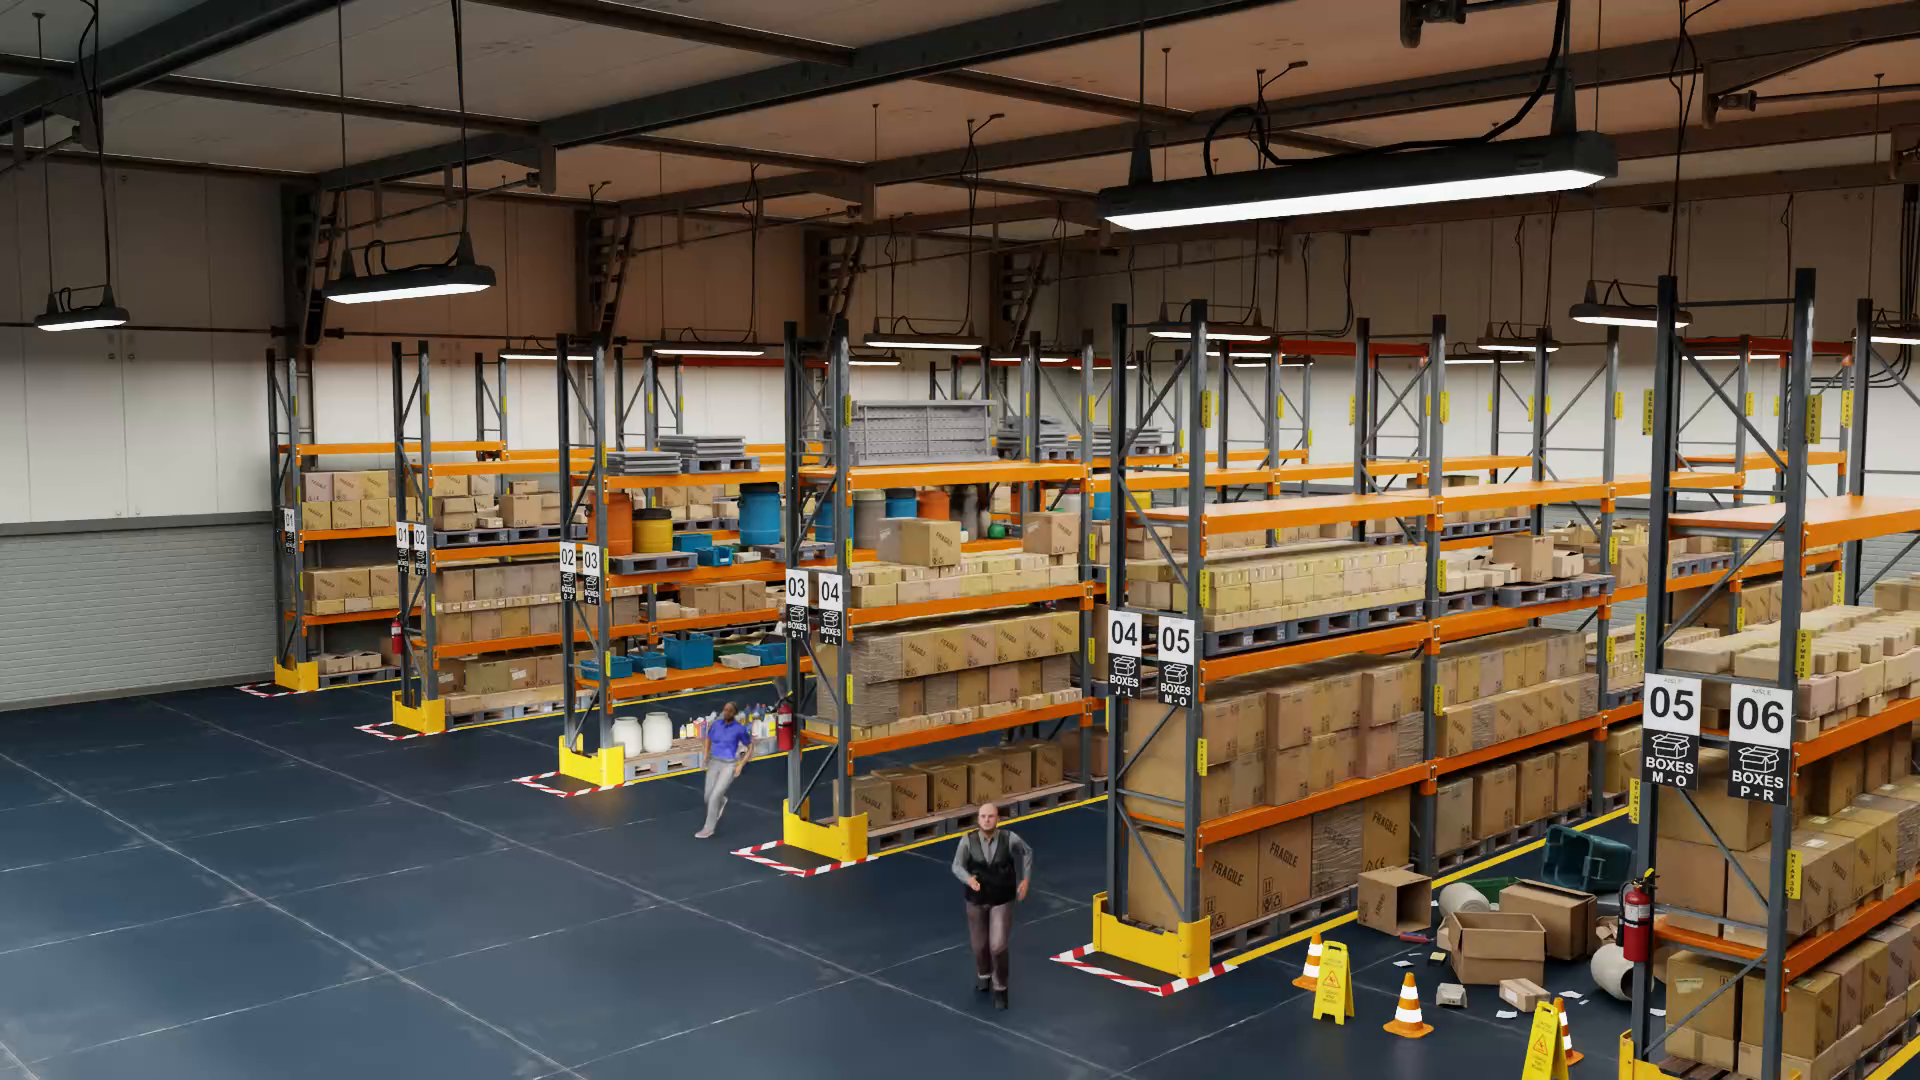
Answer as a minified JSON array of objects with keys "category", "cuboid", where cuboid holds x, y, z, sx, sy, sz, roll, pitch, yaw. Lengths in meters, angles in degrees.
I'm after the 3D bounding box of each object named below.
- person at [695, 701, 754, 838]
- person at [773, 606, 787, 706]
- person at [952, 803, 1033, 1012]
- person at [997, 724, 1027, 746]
[{"category":"person","cuboid":[-2.750,2.678,19.590,0.625,1.589,0.679,2,5,18]},{"category":"person","cuboid":[-2.903,1.927,27.885,0.586,1.676,0.583,5,7,42]},{"category":"person","cuboid":[0.263,3.109,14.086,0.668,1.780,0.733,1,5,8]},{"category":"person","cuboid":[0.793,2.150,24.492,0.712,1.776,1.037,3,6,33]}]
